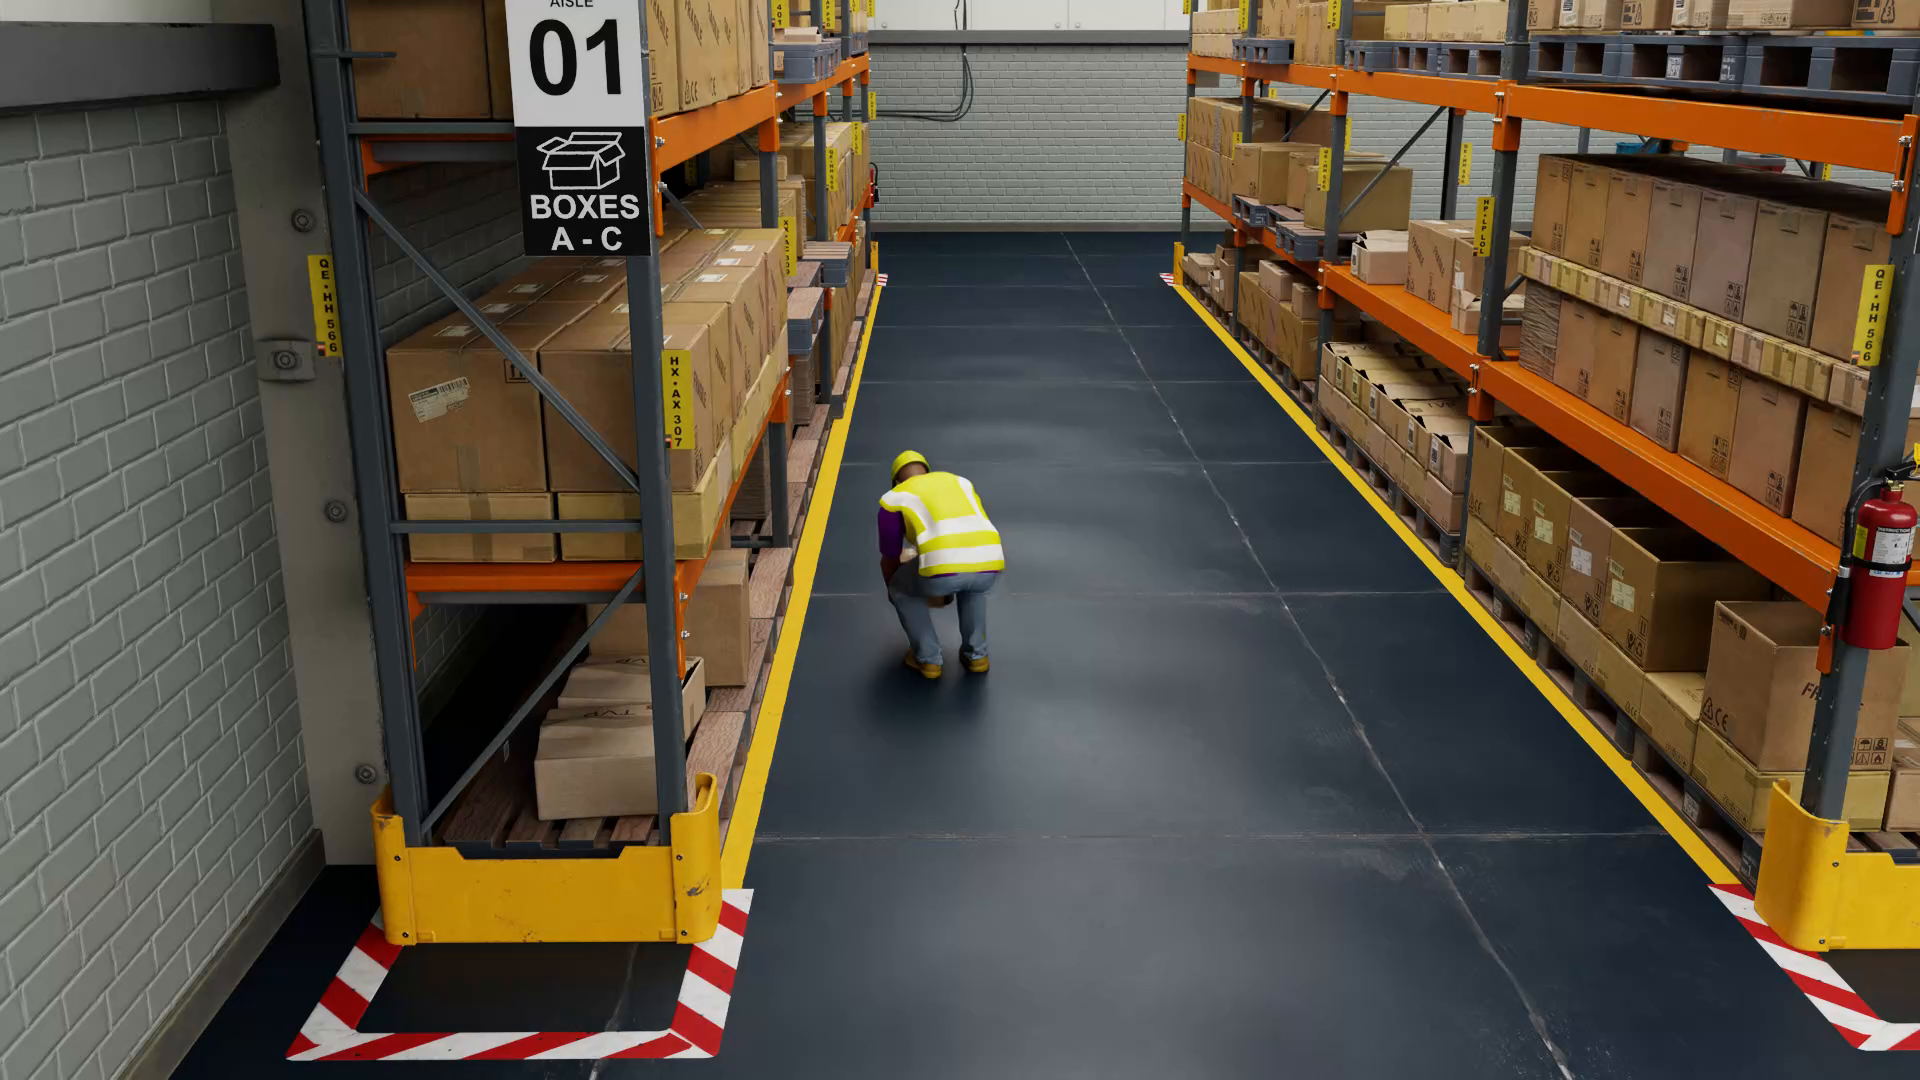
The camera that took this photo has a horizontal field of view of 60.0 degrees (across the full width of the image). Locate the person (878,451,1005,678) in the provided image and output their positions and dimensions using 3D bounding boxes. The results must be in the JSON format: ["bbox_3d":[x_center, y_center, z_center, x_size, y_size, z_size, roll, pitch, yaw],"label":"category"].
[{"bbox_3d":[-0.126,0.120,8.410,0.532,1.011,0.927,-6,18,-19],"label":"person"}]
